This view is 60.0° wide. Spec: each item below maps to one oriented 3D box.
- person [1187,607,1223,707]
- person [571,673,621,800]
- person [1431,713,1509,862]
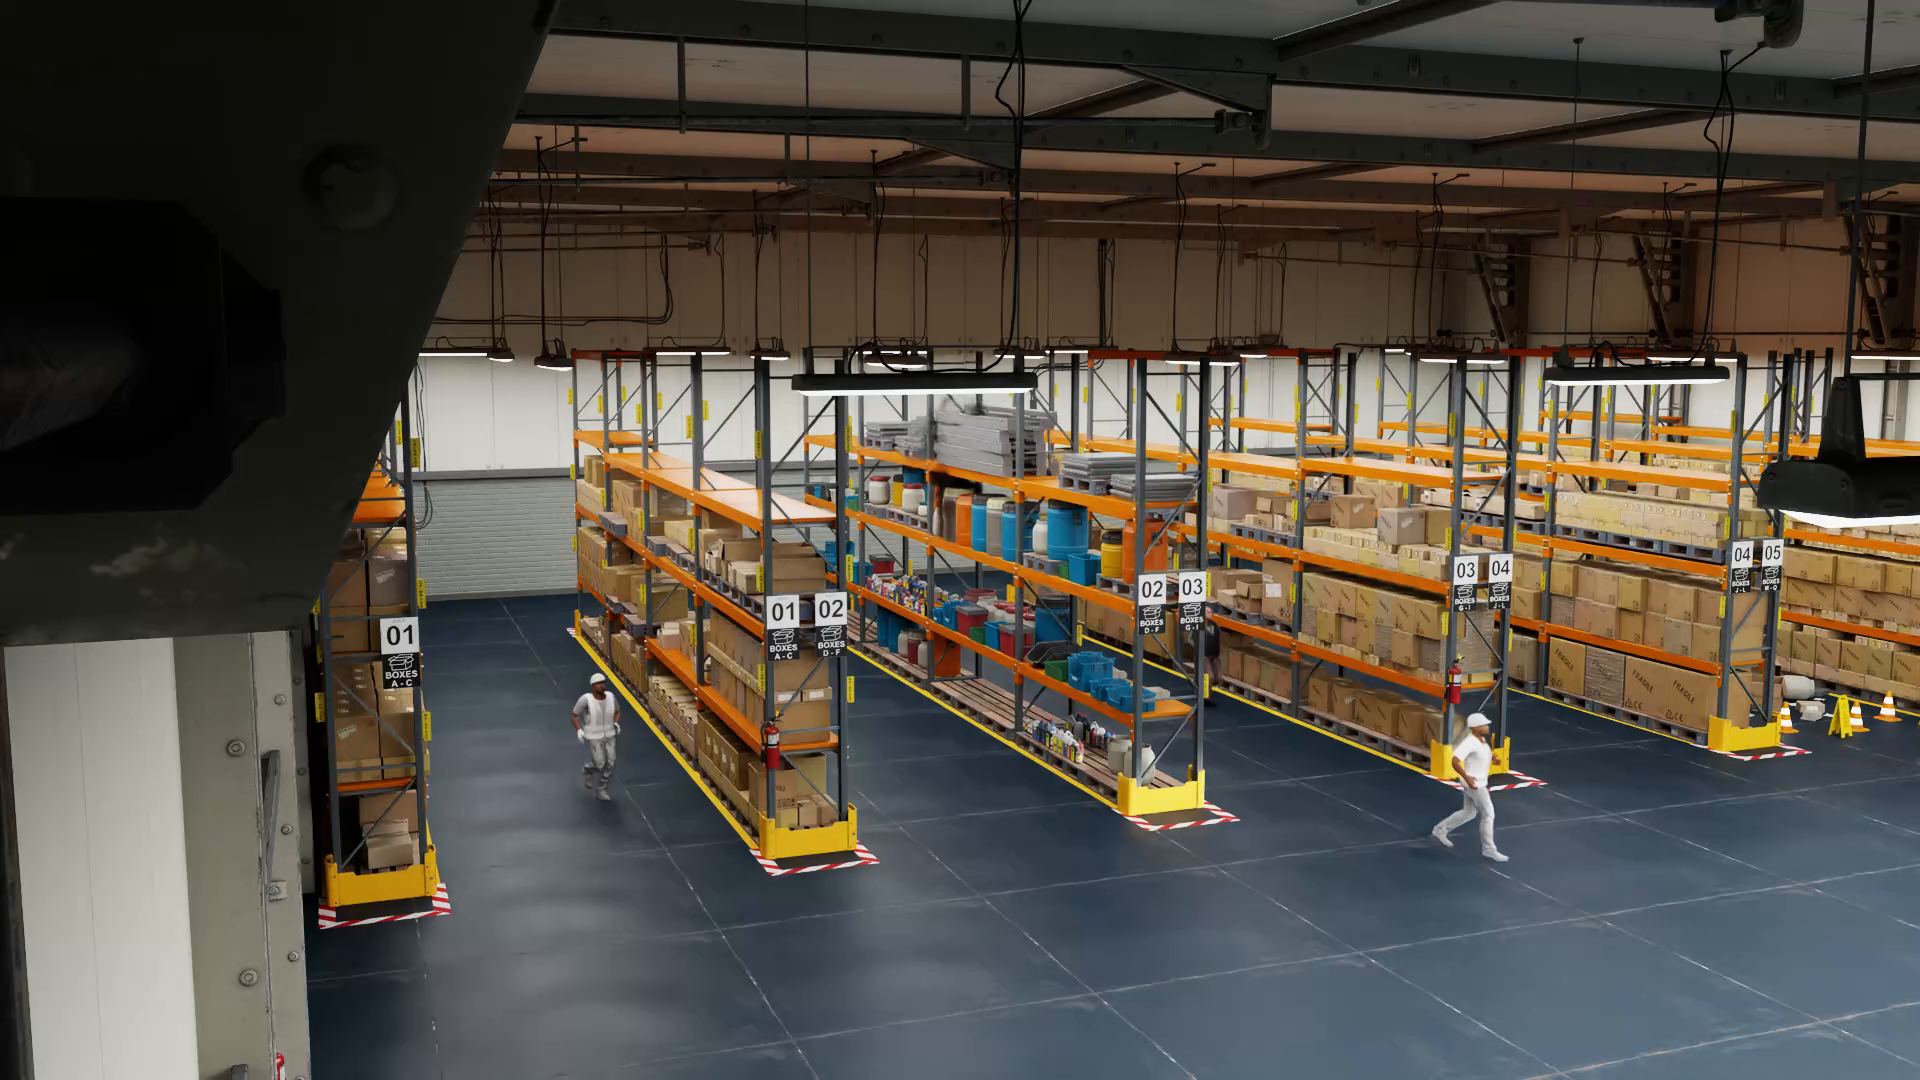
[{"bbox_3d":[4.197,1.978,28.381,0.661,1.675,0.642,-3,8,-25],"label":"person"},{"bbox_3d":[-4.901,2.670,22.616,0.690,1.734,0.597,-5,9,-37],"label":"person"},{"bbox_3d":[6.198,2.959,20.125,0.914,1.779,0.682,2,7,18],"label":"person"}]
